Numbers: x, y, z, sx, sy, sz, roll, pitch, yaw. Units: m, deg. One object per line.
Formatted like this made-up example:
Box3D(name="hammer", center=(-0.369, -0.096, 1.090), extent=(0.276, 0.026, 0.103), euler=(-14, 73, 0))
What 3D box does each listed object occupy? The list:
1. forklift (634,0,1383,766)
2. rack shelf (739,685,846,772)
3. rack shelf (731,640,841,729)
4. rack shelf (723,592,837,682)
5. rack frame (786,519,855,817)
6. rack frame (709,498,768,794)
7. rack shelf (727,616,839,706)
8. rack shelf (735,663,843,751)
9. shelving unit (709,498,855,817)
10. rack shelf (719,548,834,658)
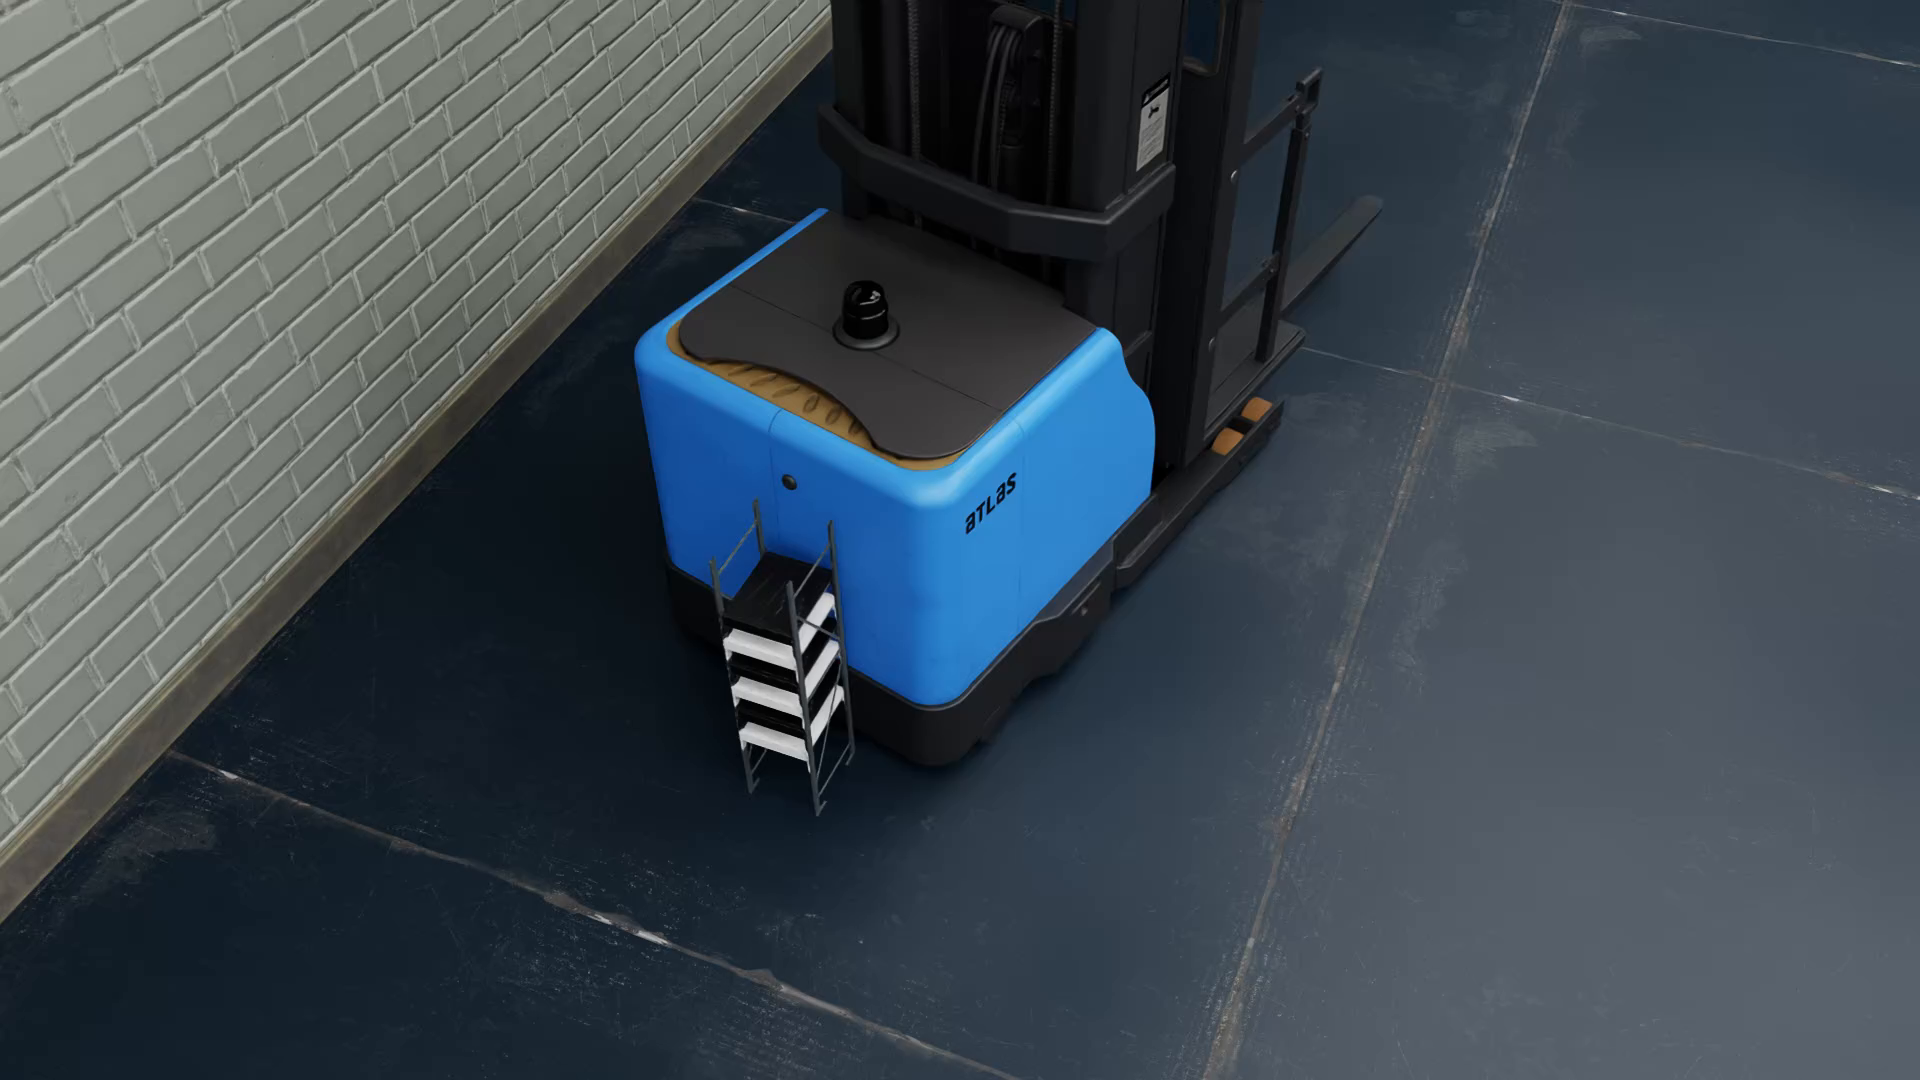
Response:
Box3D(name="forklift", center=(0.419, -1.423, 4.602), extent=(1.130, 2.935, 3.031), euler=(27, 51, 25))
Box3D(name="rack shelf", center=(-0.439, 0.475, 4.435), extent=(0.200, 0.077, 0.258), euler=(16, 47, 17))
Box3D(name="rack shelf", center=(-0.442, 0.346, 4.308), extent=(0.200, 0.077, 0.258), euler=(16, 47, 17))
Box3D(name="rack shelf", center=(-0.445, 0.218, 4.182), extent=(0.200, 0.077, 0.258), euler=(16, 47, 17))
Box3D(name="rack frame", center=(-0.348, 0.349, 4.256), extent=(0.006, 0.900, 0.240), euler=(16, 47, 17))
Box3D(name="rack frame", center=(-0.536, 0.296, 4.314), extent=(0.006, 0.900, 0.240), euler=(16, 47, 17))
Box3D(name="rack shelf", center=(-0.443, 0.282, 4.245), extent=(0.200, 0.077, 0.258), euler=(16, 47, 17))
Box3D(name="rack shelf", center=(-0.440, 0.410, 4.372), extent=(0.200, 0.077, 0.258), euler=(16, 47, 17))
Box3D(name="shelving unit", center=(-0.442, 0.323, 4.285), extent=(0.210, 0.900, 0.258), euler=(16, 47, 17))
Box3D(name="rack shelf", center=(-0.446, 0.154, 4.119), extent=(0.200, 0.077, 0.258), euler=(16, 47, 17))
